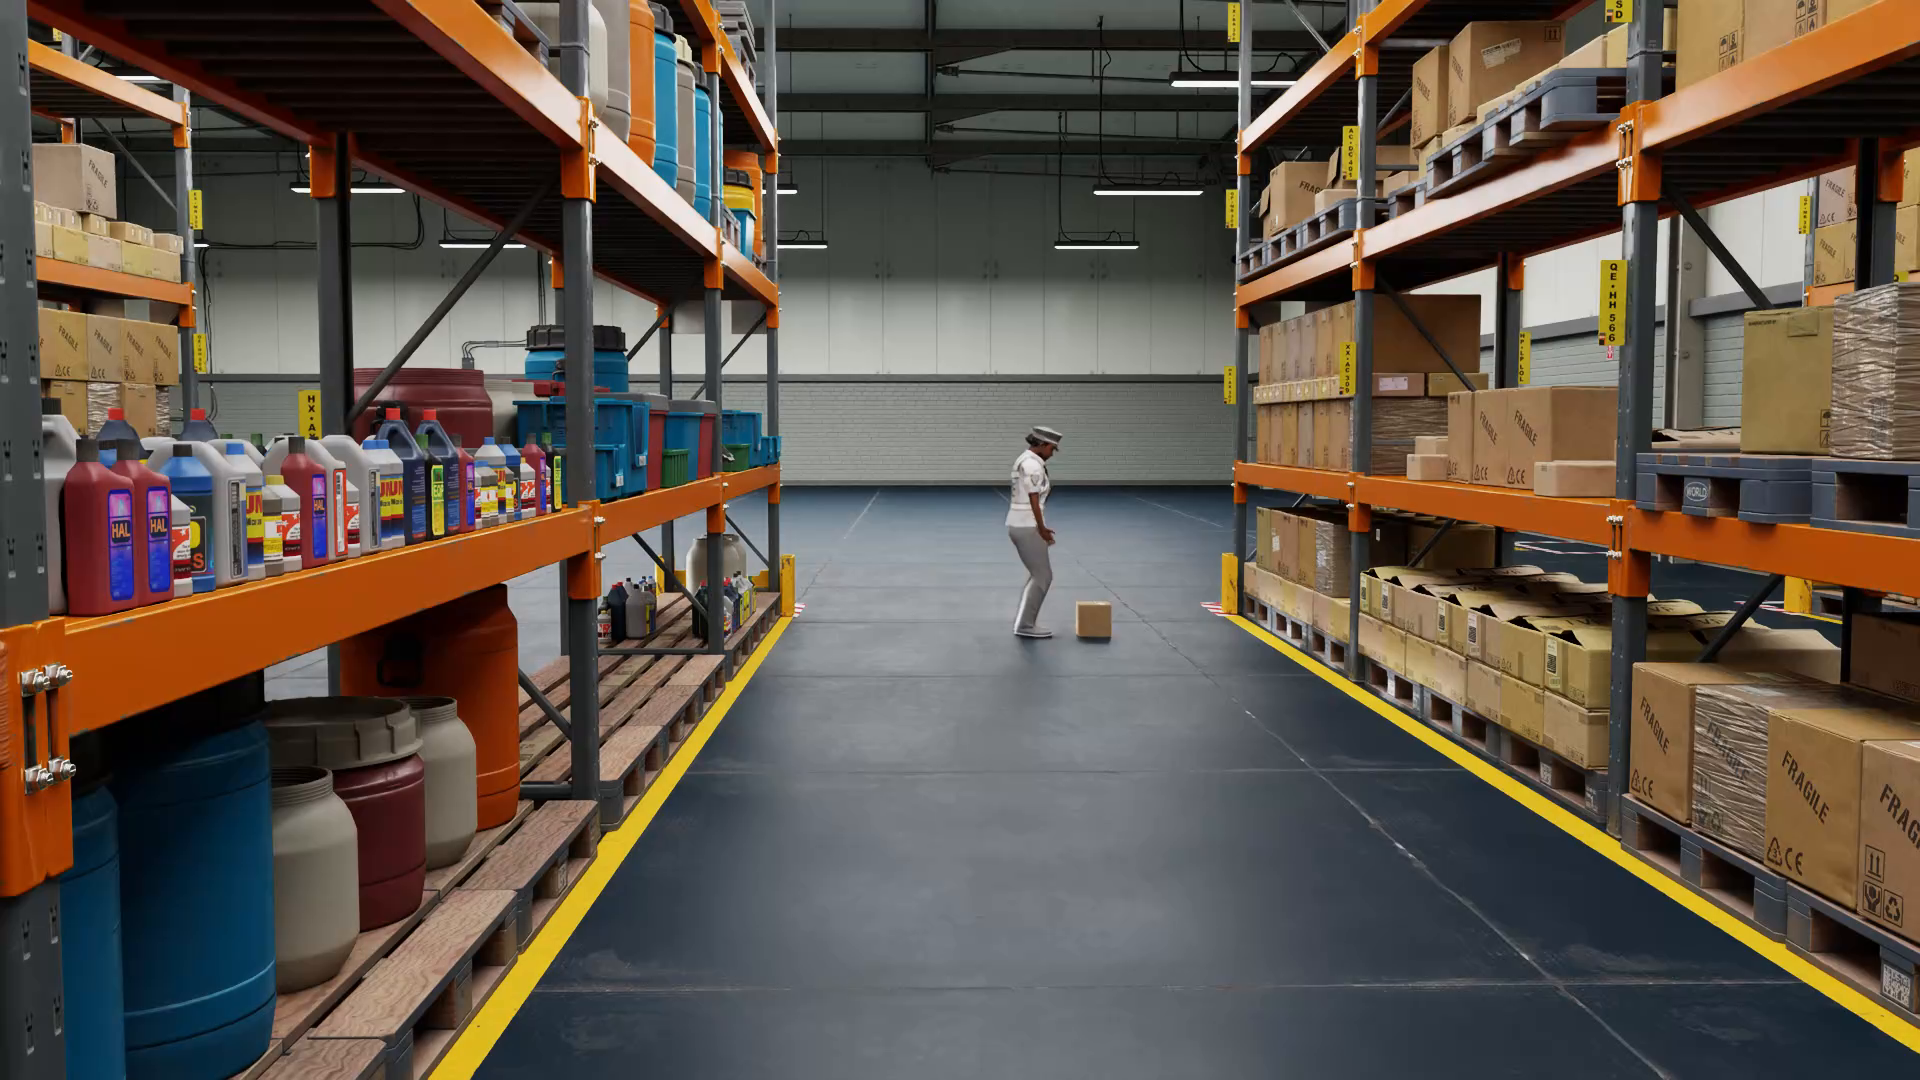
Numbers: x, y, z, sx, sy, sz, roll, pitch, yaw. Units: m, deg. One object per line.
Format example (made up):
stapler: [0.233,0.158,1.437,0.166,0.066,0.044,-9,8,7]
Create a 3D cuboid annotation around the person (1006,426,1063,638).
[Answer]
person: [0.573,-0.066,12.861,0.442,1.624,0.457,0,4,0]
